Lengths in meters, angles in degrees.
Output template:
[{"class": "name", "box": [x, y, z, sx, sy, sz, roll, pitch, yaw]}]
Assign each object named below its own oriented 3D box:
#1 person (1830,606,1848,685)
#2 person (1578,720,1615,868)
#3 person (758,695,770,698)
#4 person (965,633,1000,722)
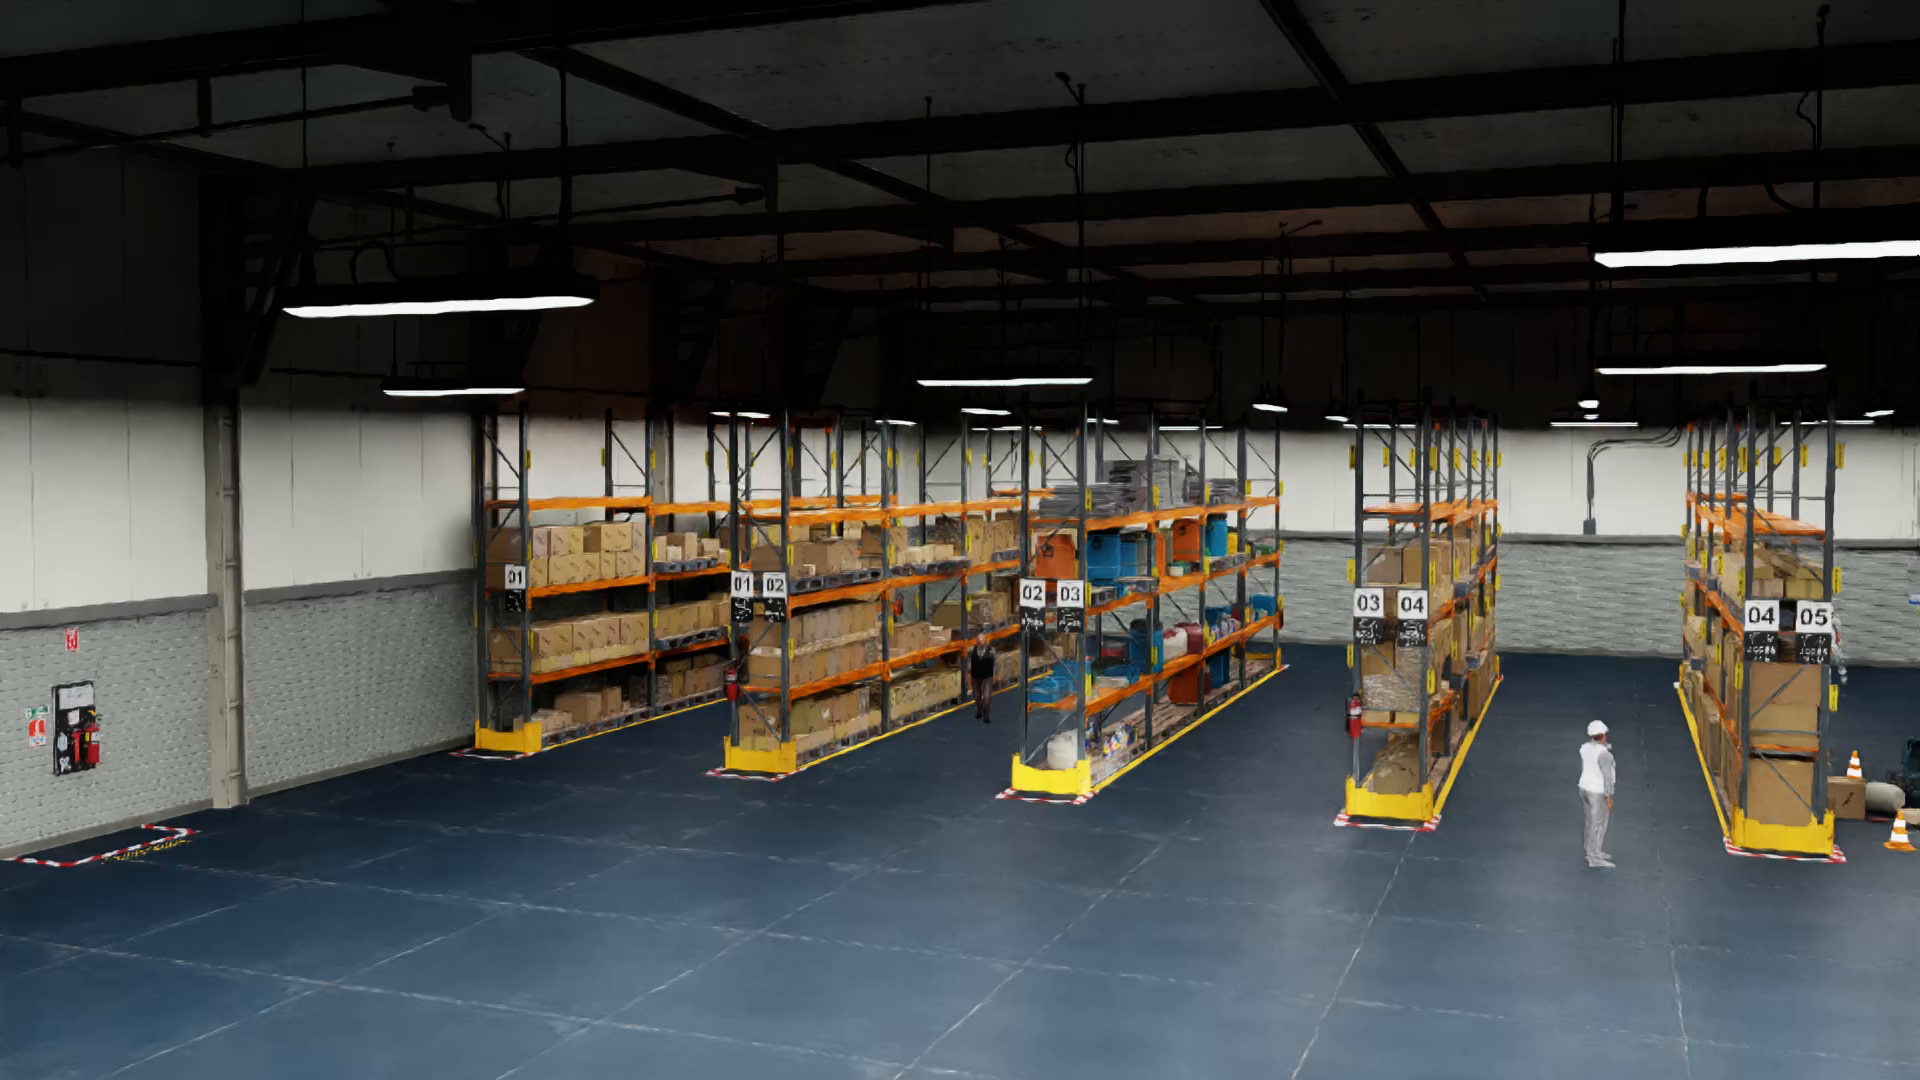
[{"class": "person", "box": [19.304, 2.333, 36.781, 0.620, 1.785, 0.566, -1, 3, -13]}, {"class": "person", "box": [7.890, 3.102, 20.485, 0.450, 1.776, 0.584, 0, 3, -9]}, {"class": "person", "box": [-3.936, 2.471, 34.571, 0.719, 1.714, 0.578, 1, 3, 19]}, {"class": "person", "box": [0.447, 2.654, 31.879, 0.661, 1.600, 0.678, 1, 3, 13]}]
